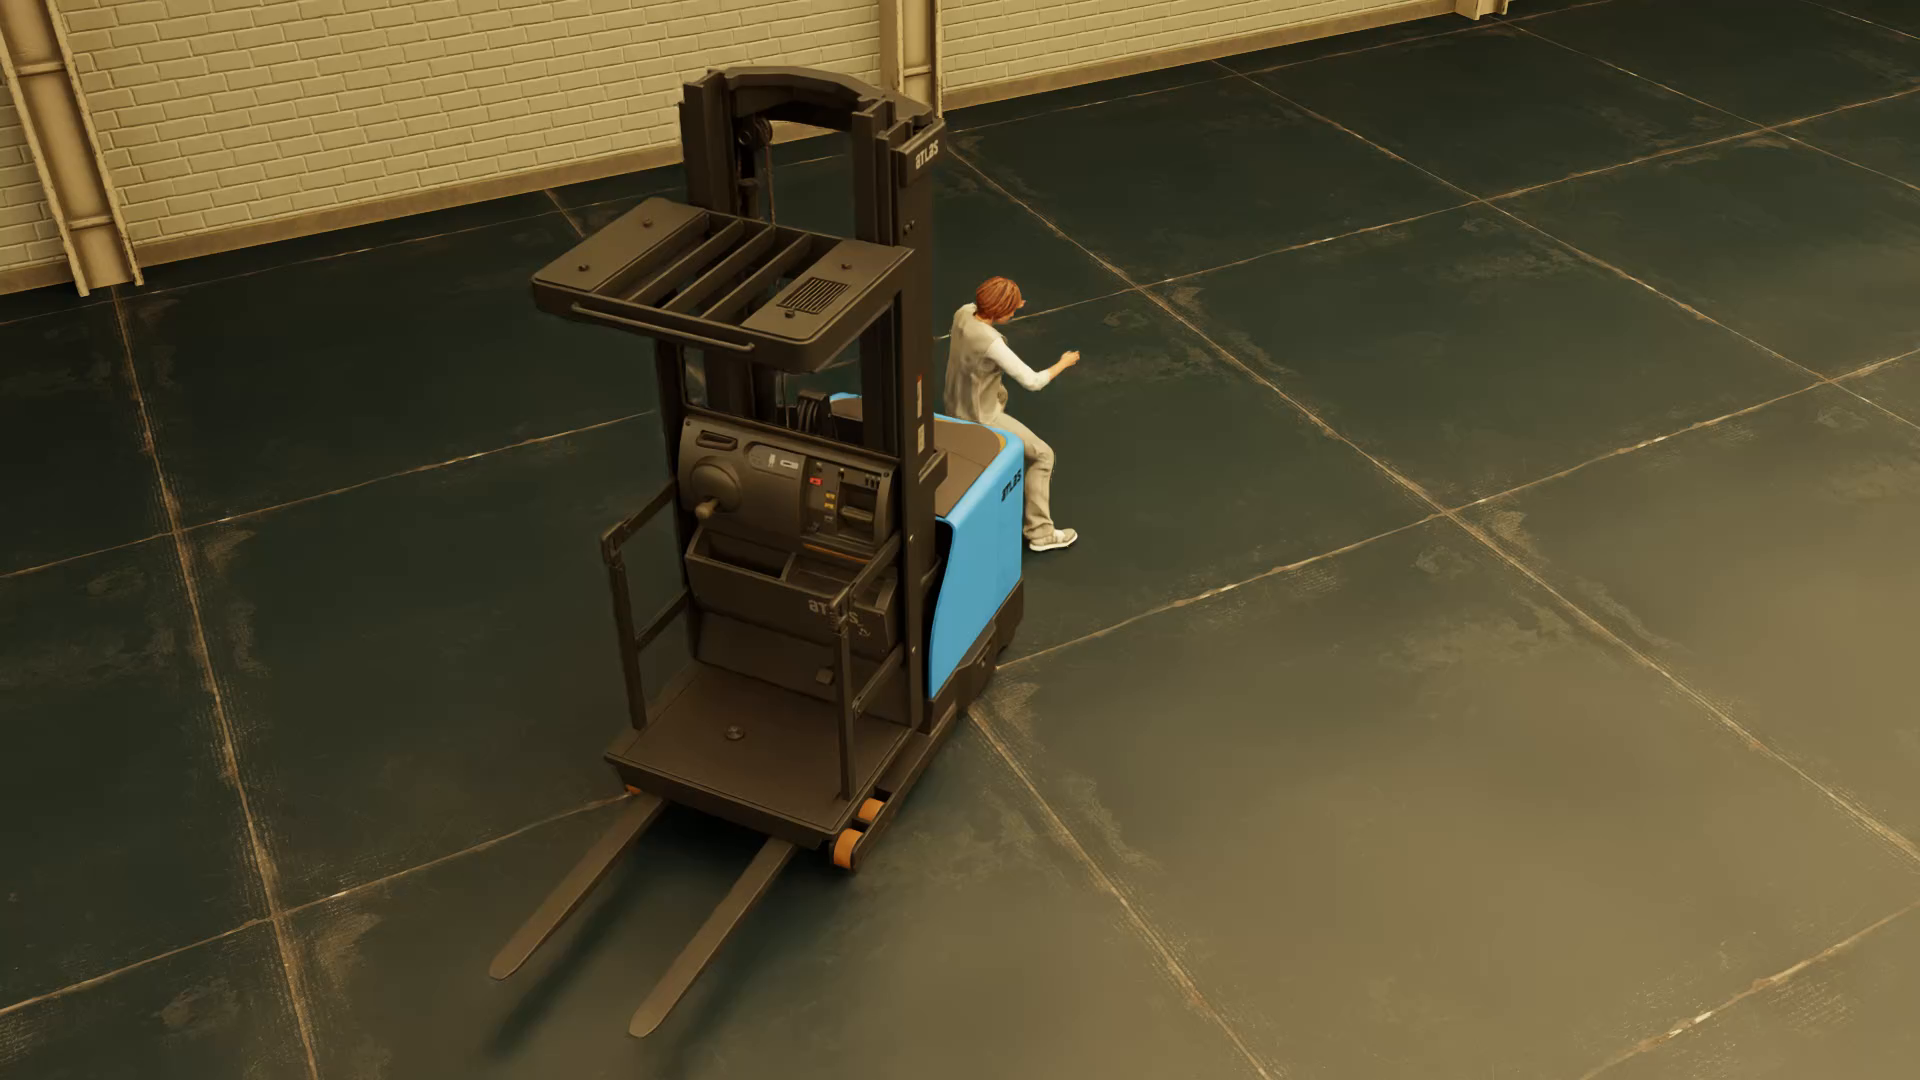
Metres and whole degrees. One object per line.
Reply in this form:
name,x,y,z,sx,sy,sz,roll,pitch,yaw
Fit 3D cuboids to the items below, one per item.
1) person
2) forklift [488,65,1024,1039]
person,0.258,-0.695,8.540,0.662,1.274,0.904,-12,37,-16
forklift,-0.776,-0.145,6.328,1.130,2.935,3.031,15,38,20
